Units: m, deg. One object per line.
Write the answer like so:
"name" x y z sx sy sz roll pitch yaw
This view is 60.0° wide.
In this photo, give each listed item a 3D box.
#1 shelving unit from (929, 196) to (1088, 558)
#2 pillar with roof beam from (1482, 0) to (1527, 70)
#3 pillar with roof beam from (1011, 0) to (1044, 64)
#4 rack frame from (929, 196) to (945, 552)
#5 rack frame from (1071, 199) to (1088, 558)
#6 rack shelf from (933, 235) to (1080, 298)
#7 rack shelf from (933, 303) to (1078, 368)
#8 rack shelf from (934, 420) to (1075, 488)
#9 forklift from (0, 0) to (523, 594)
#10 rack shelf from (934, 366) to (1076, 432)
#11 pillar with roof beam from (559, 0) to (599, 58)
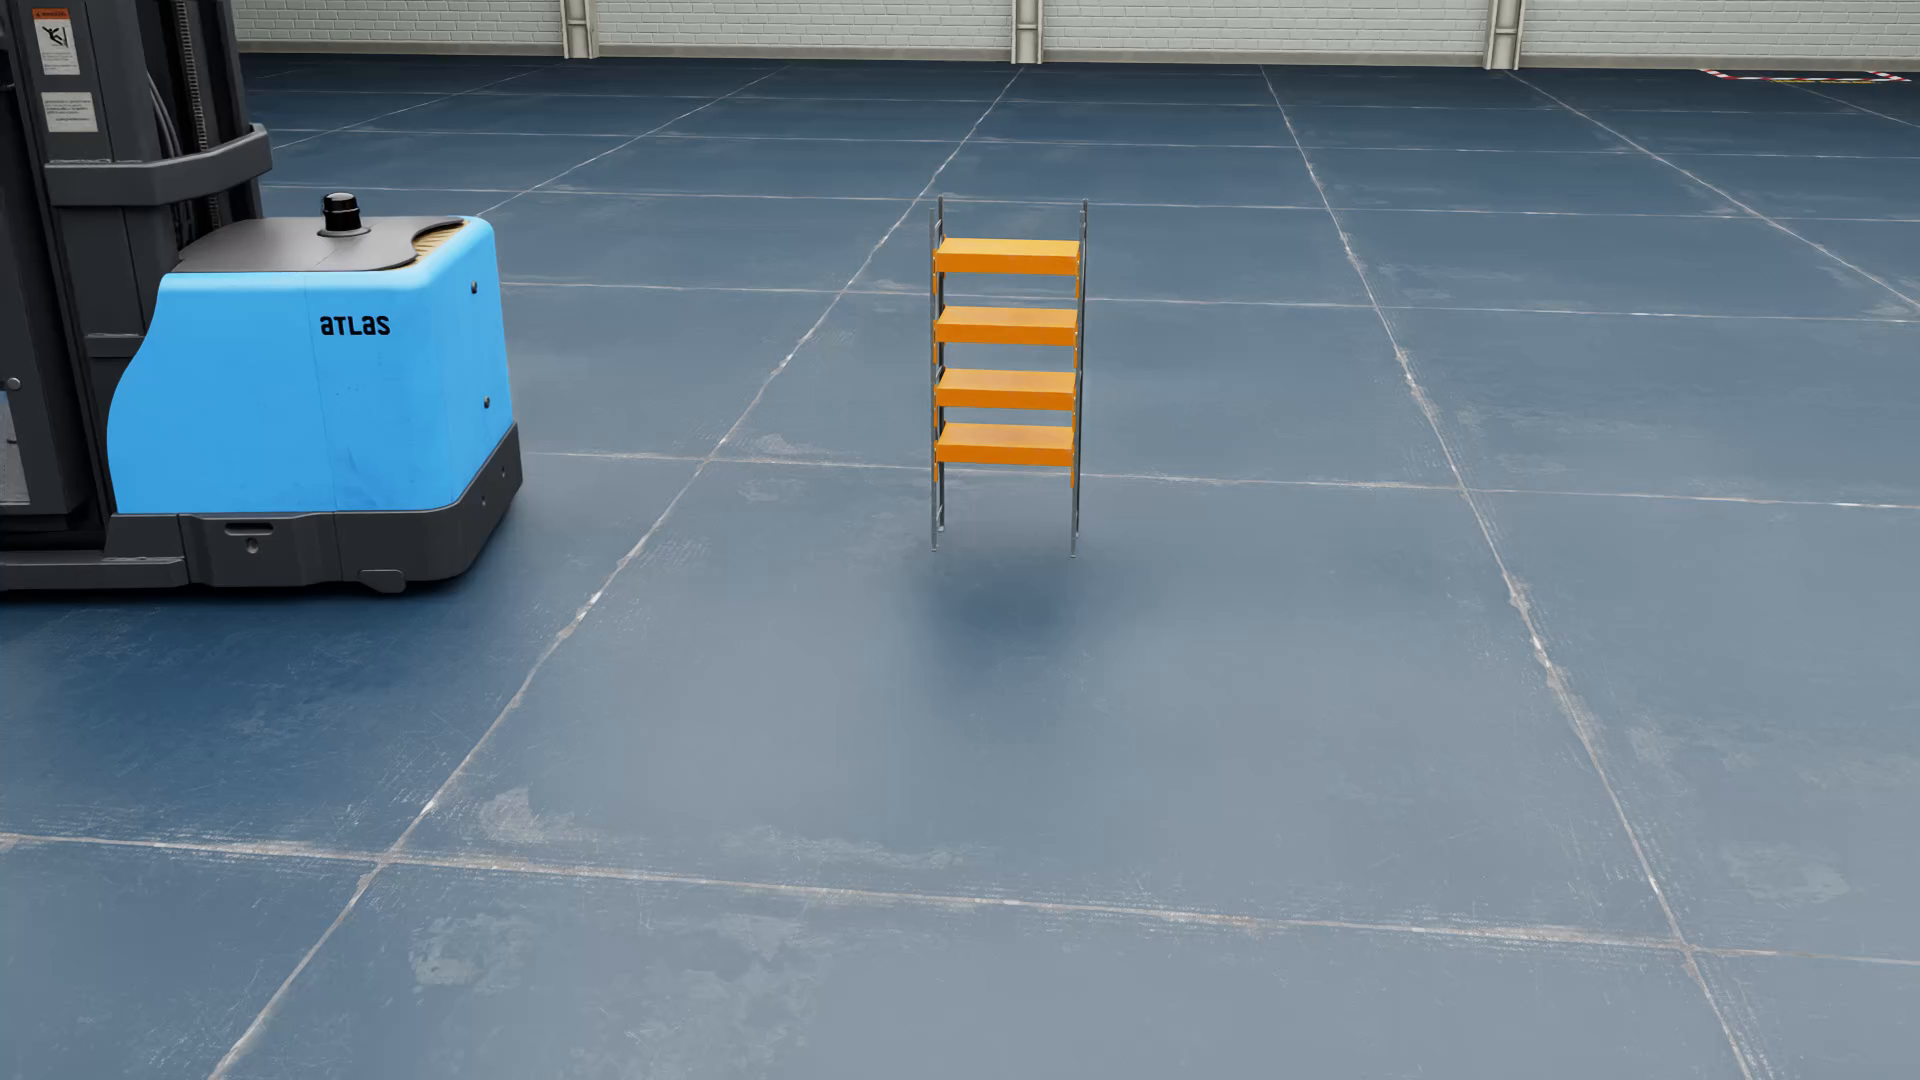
"shelving unit" 0.164 -0.551 5.701 0.503 1.200 0.258 2 22 6
"pillar with roof beam" 6.329 -8.589 15.424 0.400 9.000 9.100 2 22 6
"pillar with roof beam" 0.371 -8.848 16.081 0.400 9.000 9.100 2 22 6
"rack frame" -0.078 -0.561 5.728 0.015 1.200 0.240 2 22 6
"rack frame" 0.407 -0.540 5.674 0.015 1.200 0.240 2 22 6
"rack shelf" 0.164 -0.916 5.557 0.480 0.148 0.258 2 22 6
"rack shelf" 0.164 -0.696 5.644 0.480 0.148 0.258 2 22 6
"rack shelf" 0.164 -0.304 5.799 0.480 0.148 0.258 2 22 6
"forklift" -3.155 -1.340 5.343 3.031 2.935 1.130 -1 22 -2
"rack shelf" 0.164 -0.488 5.726 0.480 0.148 0.258 2 22 6
"pillar with roof beam" -5.588 -9.108 16.738 0.400 9.000 9.100 2 22 6
